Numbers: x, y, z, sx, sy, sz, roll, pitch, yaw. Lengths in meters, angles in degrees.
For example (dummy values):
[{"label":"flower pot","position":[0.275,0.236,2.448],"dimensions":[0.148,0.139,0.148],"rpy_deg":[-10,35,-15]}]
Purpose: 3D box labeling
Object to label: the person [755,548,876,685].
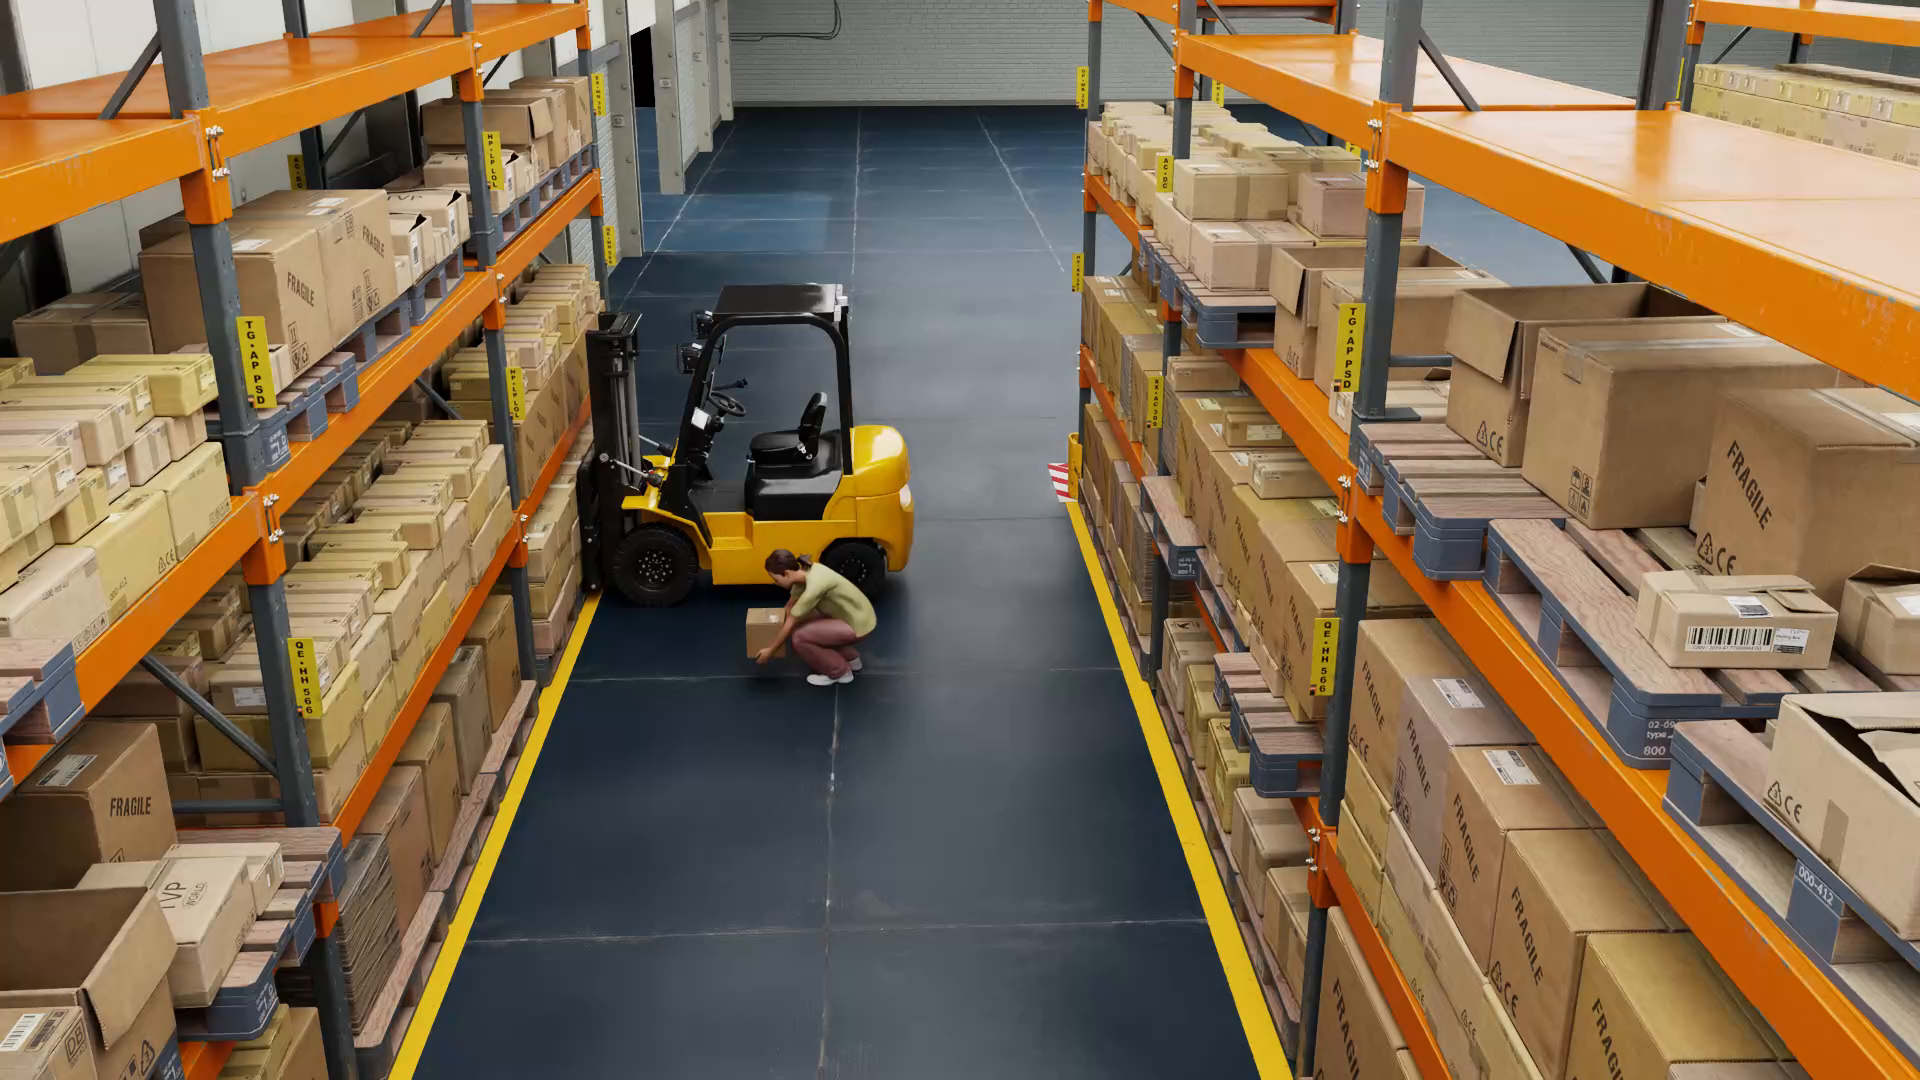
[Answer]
[{"label":"person","position":[-0.946,0.476,10.879],"dimensions":[0.795,0.933,0.478],"rpy_deg":[-1,21,-3]}]
